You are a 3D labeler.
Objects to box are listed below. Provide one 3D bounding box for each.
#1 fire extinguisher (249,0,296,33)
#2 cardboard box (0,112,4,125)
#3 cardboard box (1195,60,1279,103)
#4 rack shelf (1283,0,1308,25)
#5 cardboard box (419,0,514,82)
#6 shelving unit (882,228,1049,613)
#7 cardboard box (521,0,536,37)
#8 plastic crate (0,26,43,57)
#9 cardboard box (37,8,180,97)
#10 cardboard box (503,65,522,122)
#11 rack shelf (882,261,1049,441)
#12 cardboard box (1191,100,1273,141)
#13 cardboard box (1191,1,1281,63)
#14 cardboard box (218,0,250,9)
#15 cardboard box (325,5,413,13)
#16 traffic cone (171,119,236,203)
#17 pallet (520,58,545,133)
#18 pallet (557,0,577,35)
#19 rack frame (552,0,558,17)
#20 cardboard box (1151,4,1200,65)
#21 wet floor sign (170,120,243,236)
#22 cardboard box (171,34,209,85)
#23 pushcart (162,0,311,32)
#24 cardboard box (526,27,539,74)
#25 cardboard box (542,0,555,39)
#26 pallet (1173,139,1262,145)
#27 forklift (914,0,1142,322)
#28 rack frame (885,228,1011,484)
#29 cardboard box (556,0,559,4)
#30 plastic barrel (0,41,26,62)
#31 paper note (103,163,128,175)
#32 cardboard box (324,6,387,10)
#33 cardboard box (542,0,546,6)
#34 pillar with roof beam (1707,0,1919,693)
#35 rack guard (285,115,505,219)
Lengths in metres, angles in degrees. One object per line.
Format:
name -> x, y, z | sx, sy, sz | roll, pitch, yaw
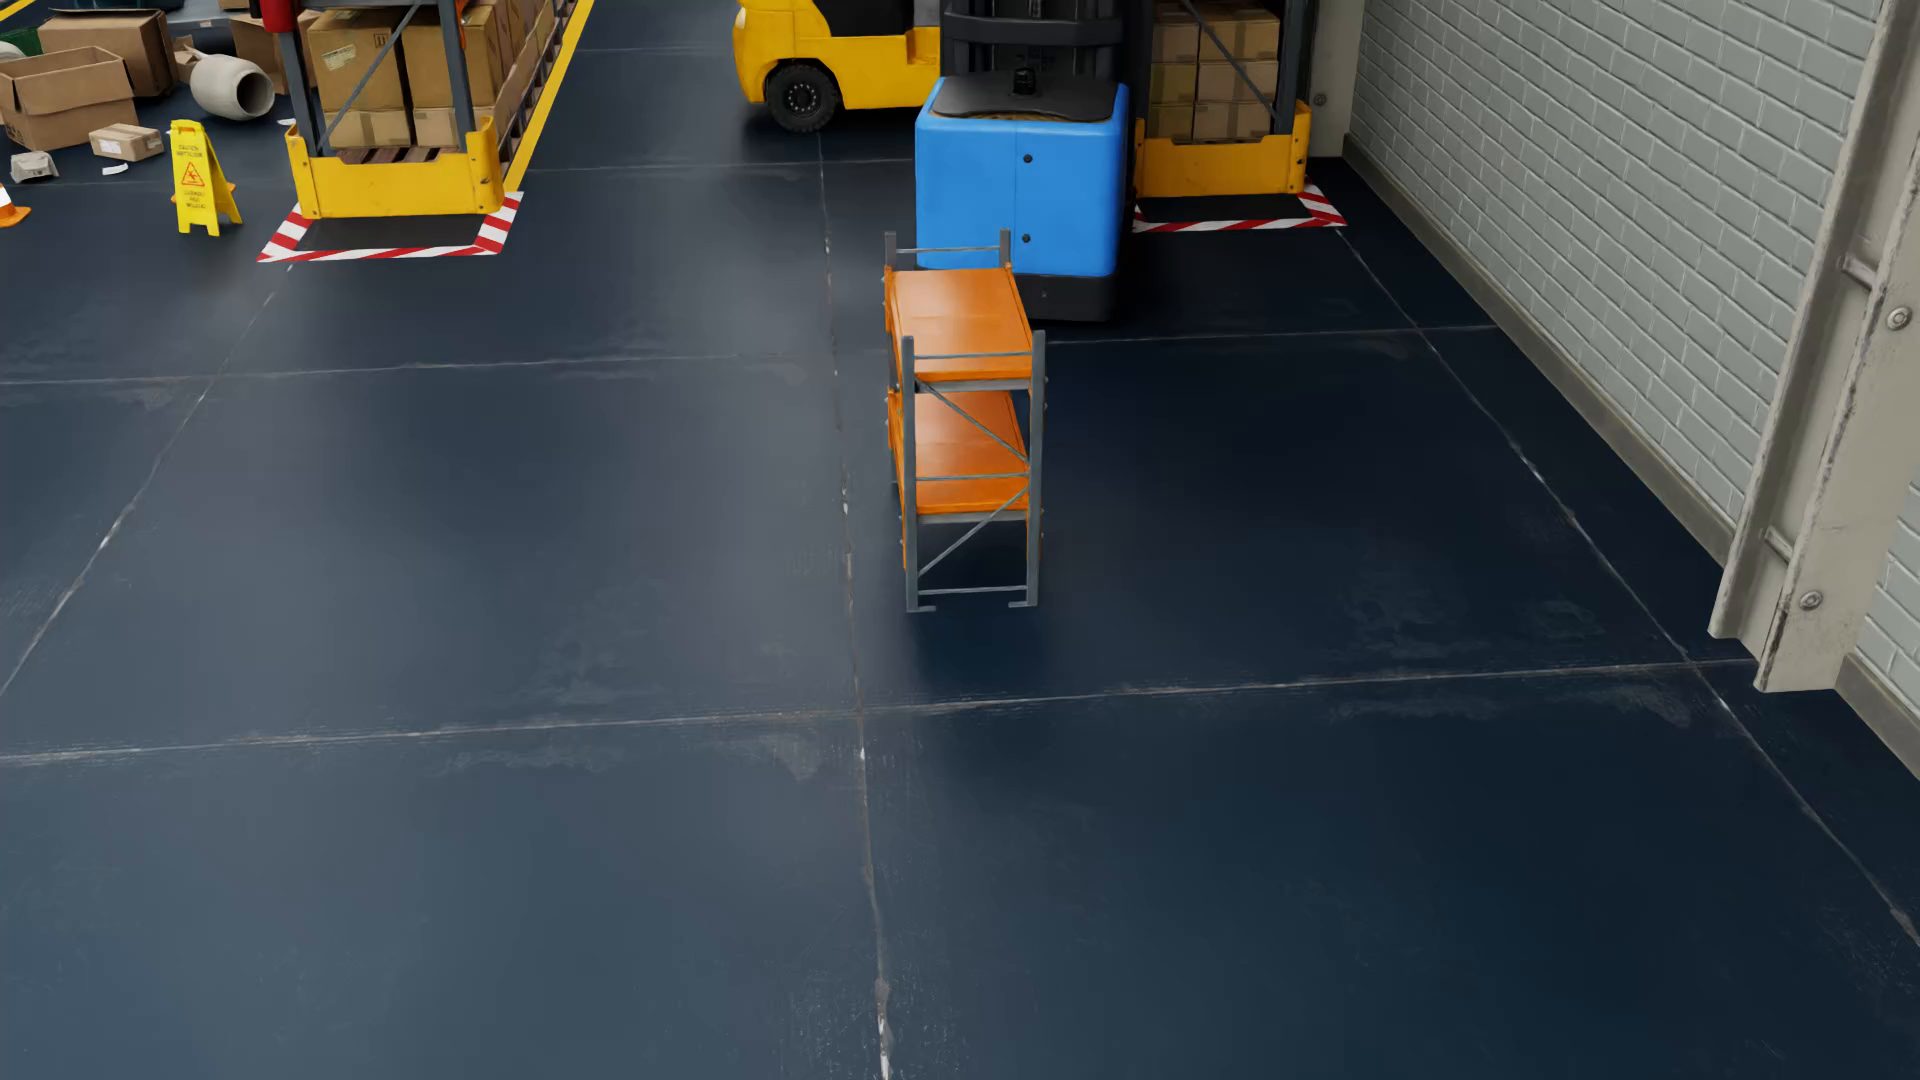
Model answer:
fire extinguisher -> -3.832, -3.171, 9.209 | 0.296, 0.674, 0.183 | -3, 31, -5
cardboard box -> -6.682, -3.075, 11.639 | 0.396, 0.266, 0.258 | 2, 31, 4
cardboard box -> 1.721, -2.989, 10.613 | 0.500, 0.250, 0.500 | -2, 31, -4
rack shelf -> 1.371, -4.237, 11.619 | 1.077, 0.370, 4.000 | -3, 31, -5
cardboard box -> -3.240, -3.310, 10.908 | 0.500, 0.500, 0.500 | -4, 31, -6
shelving unit -> -0.001, -0.486, 6.467 | 0.538, 1.125, 1.048 | -3, 31, -5
cardboard box -> -3.337, -3.839, 11.793 | 0.500, 0.500, 0.500 | -1, 31, -2
plastic crate -> -7.356, -3.830, 12.922 | 0.450, 0.188, 0.662 | 4, 30, 26
cardboard box -> -6.164, -3.524, 12.026 | 0.797, 0.637, 0.503 | -3, 31, -5
cardboard box -> -3.224, -2.971, 11.070 | 0.500, 0.250, 0.500 | -2, 31, -3
rack shelf -> -0.001, -0.738, 6.317 | 0.538, 0.278, 1.000 | -3, 31, -5
cardboard box -> 1.707, -2.784, 10.758 | 0.500, 0.250, 0.500 | -3, 31, -4
cardboard box -> 1.701, -3.208, 10.492 | 0.500, 0.250, 0.500 | -3, 31, -5
cardboard box -> -5.527, -4.478, 13.021 | 0.500, 0.500, 0.500 | -3, 31, -5
cardboard box -> -3.771, -3.269, 10.839 | 0.500, 0.500, 0.500 | -2, 31, -3
traffic cone -> -4.708, -2.353, 10.239 | 0.336, 0.463, 0.334 | -3, 31, -5
pallet -> -3.543, -3.164, 11.842 | 1.003, 0.211, 1.213 | -3, 31, -5
pallet -> -3.832, -4.527, 14.123 | 1.003, 0.211, 1.213 | -3, 31, -5
rack frame -> -3.758, -5.327, 12.743 | 1.000, 3.000, 0.127 | -3, 31, -5
cardboard box -> 1.204, -3.174, 10.435 | 0.500, 0.250, 0.500 | -2, 31, -3
wet floor sign -> -4.431, -2.126, 9.679 | 0.267, 0.644, 0.232 | 8, 32, 13
cardboard box -> -5.818, -3.634, 12.576 | 0.396, 0.266, 0.258 | 27, 40, 37
pushcart -> -6.023, -4.066, 13.190 | 1.648, 0.377, 0.936 | -14, 33, -22
cardboard box -> -3.332, -3.506, 11.967 | 0.500, 0.250, 0.500 | -2, 31, -4
cardboard box -> -3.435, -4.038, 12.857 | 0.500, 0.250, 0.500 | -1, 31, -2
pallet -> 1.445, -2.716, 11.091 | 1.003, 0.211, 1.213 | -3, 31, -5
forklift -> 0.466, -3.105, 9.089 | 1.130, 2.935, 3.031 | 4, 31, 6
rack frame -> -0.048, -0.746, 6.902 | 0.500, 1.125, 0.032 | -3, 31, -5
cardboard box -> -3.809, -4.647, 13.757 | 0.950, 0.372, 0.625 | -2, 31, -4
plastic barrel -> -7.043, -3.426, 12.074 | 0.512, 0.421, 0.421 | 20, 36, 29
paper note -> -5.454, -2.397, 10.734 | 0.148, 0.019, 0.142 | -14, 33, -22
cardboard box -> -3.820, -3.466, 10.535 | 0.380, 0.149, 0.250 | -2, 31, -3
cardboard box -> -3.435, -4.359, 12.664 | 0.500, 0.500, 0.500 | -3, 31, -5
pillar with roof beam -> -1.336, -3.229, 3.380 | 9.100, 9.000, 0.400 | -3, 31, -5
rack guard -> -3.391, -2.250, 10.030 | 1.175, 0.500, 0.348 | -3, 31, -5
